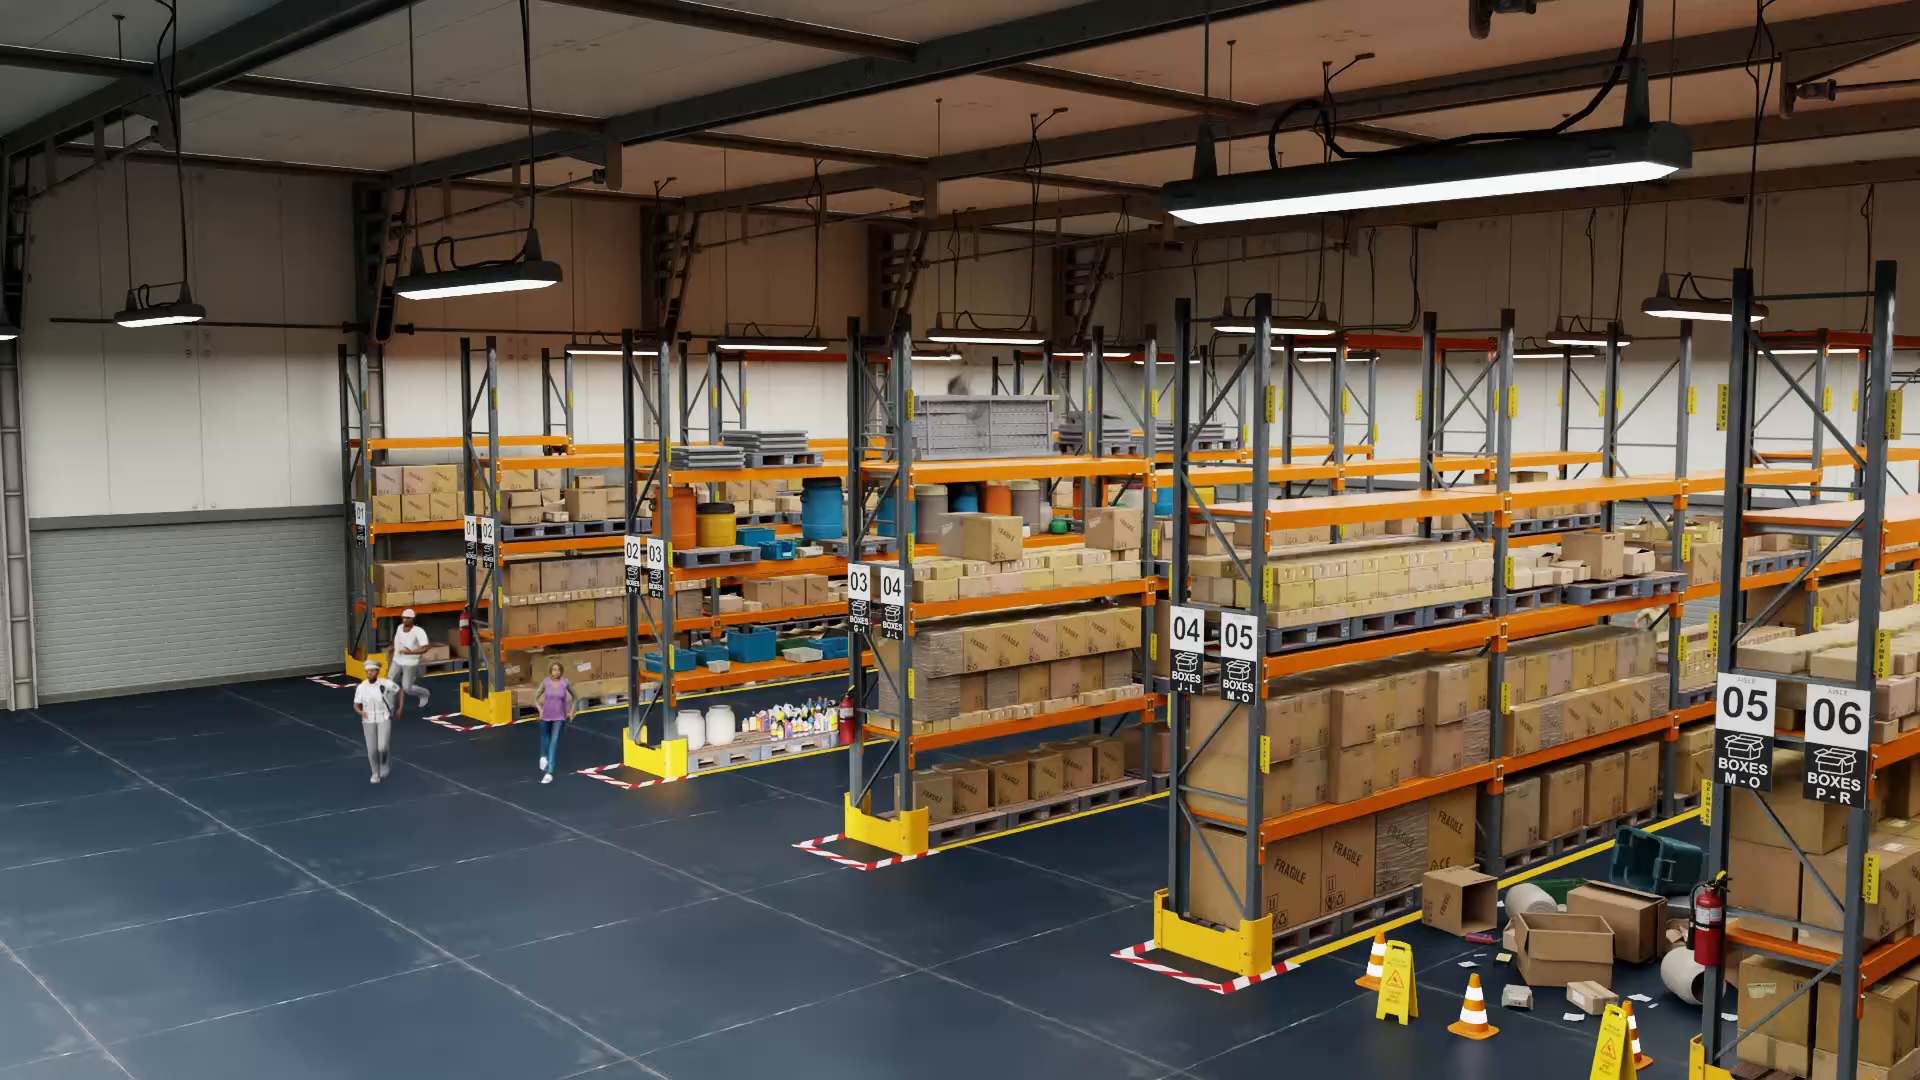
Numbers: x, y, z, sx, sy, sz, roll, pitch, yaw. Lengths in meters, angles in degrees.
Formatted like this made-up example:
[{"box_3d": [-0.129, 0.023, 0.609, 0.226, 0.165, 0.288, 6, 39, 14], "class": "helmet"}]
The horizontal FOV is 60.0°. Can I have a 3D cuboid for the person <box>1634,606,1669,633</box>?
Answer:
[{"box_3d": [12.269, 1.749, 29.246, 0.638, 1.618, 0.560, -1, 5, -9], "class": "person"}]

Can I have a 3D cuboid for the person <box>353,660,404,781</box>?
[{"box_3d": [-7.626, 2.382, 21.802, 0.603, 1.655, 0.739, -1, 5, -10], "class": "person"}]

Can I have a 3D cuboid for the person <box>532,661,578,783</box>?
[{"box_3d": [-5.392, 2.389, 22.191, 0.605, 1.564, 0.849, -2, 5, -18], "class": "person"}]

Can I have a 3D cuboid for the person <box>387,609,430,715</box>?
[{"box_3d": [-8.809, 1.955, 26.551, 0.733, 1.723, 0.819, 2, 6, 22], "class": "person"}]

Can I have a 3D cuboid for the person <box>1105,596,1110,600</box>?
[{"box_3d": [2.575, 1.386, 32.433, 0.925, 1.842, 0.672, -5, 7, -42], "class": "person"}]
